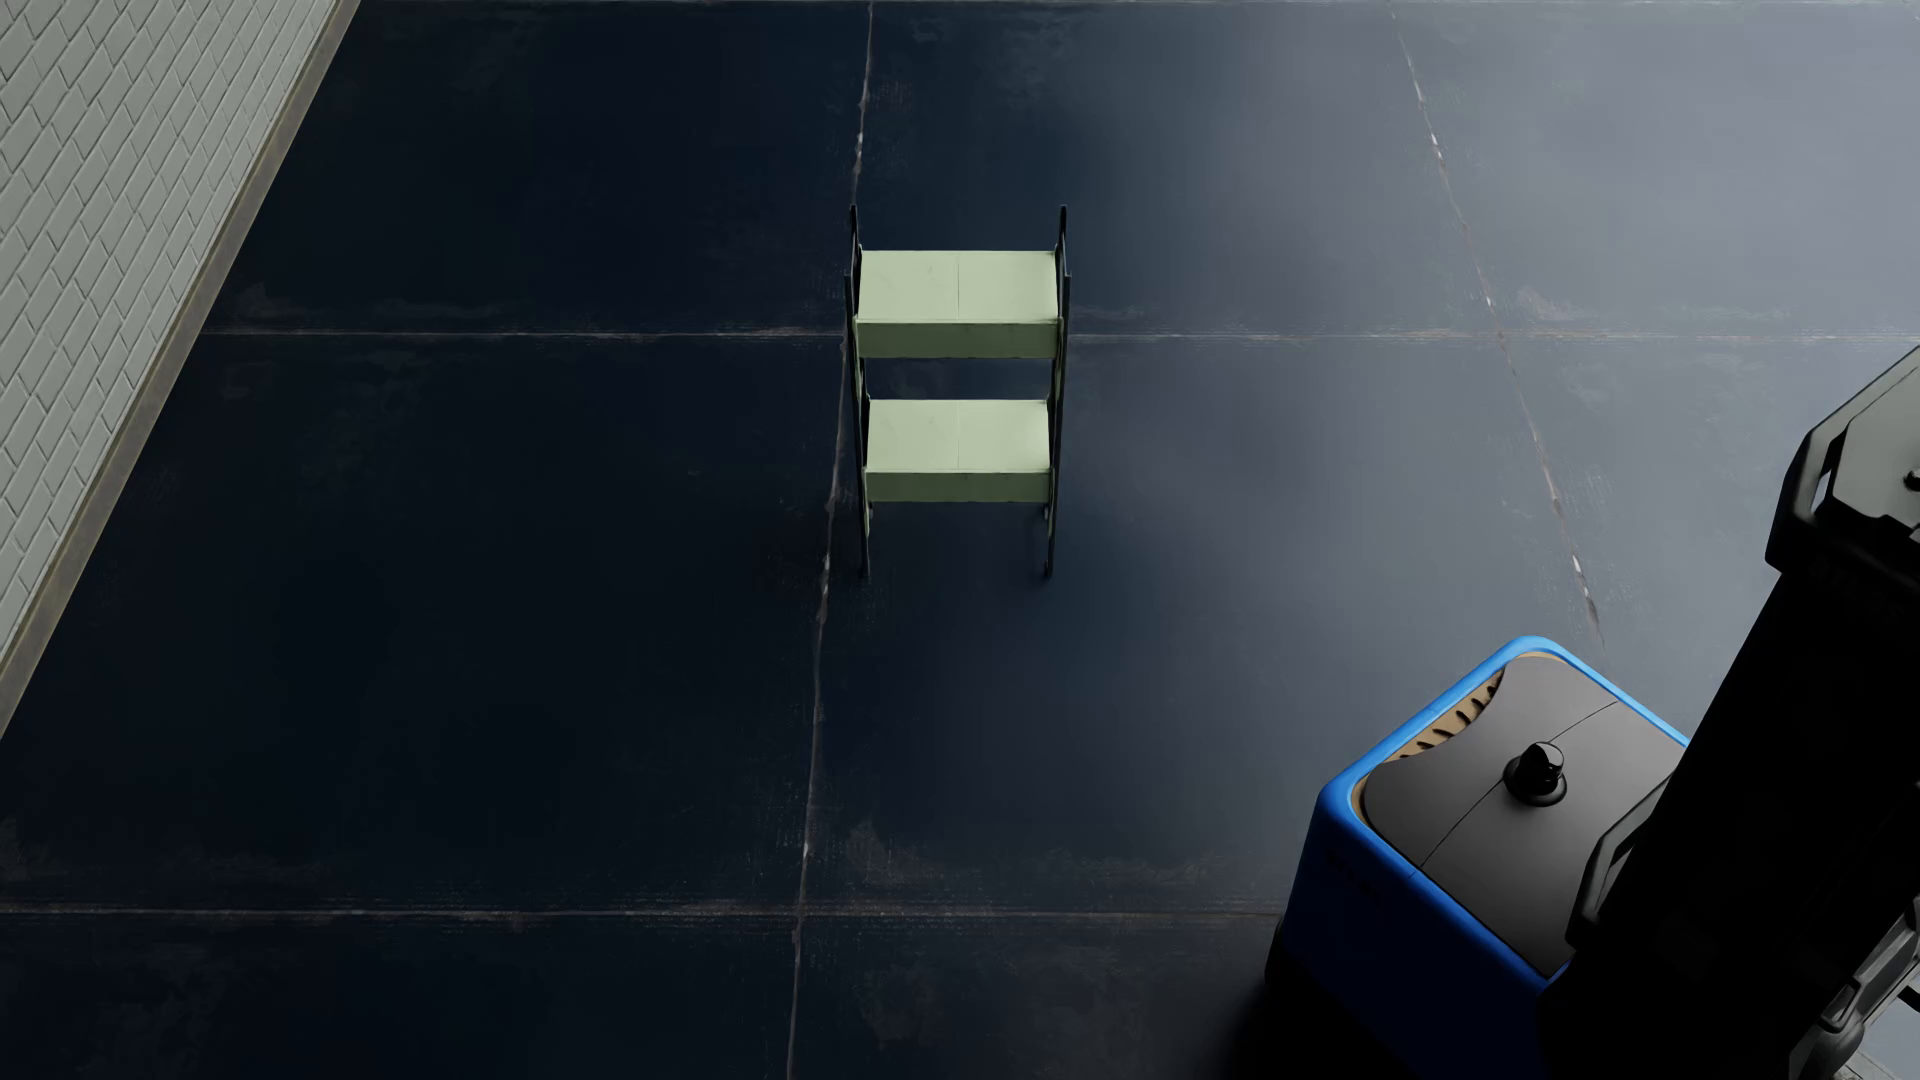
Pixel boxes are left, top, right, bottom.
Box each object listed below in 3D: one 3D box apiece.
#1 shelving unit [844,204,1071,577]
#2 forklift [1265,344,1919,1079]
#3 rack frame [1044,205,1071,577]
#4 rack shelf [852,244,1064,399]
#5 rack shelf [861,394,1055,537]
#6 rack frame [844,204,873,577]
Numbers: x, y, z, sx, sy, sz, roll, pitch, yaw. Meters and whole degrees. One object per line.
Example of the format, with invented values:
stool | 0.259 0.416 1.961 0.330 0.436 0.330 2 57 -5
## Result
shelving unit | -0.007 -0.511 6.201 0.755 1.500 0.431 0 47 0
forklift | 2.303 1.056 3.765 1.130 2.935 3.031 -31 54 -26
rack frame | 0.359 -0.510 6.200 0.023 1.500 0.400 0 47 0
rack shelf | -0.007 -0.777 5.915 0.720 0.370 0.431 0 47 0
rack shelf | -0.007 -0.289 6.440 0.720 0.370 0.431 0 47 0
rack frame | -0.373 -0.512 6.202 0.023 1.500 0.400 0 47 0
